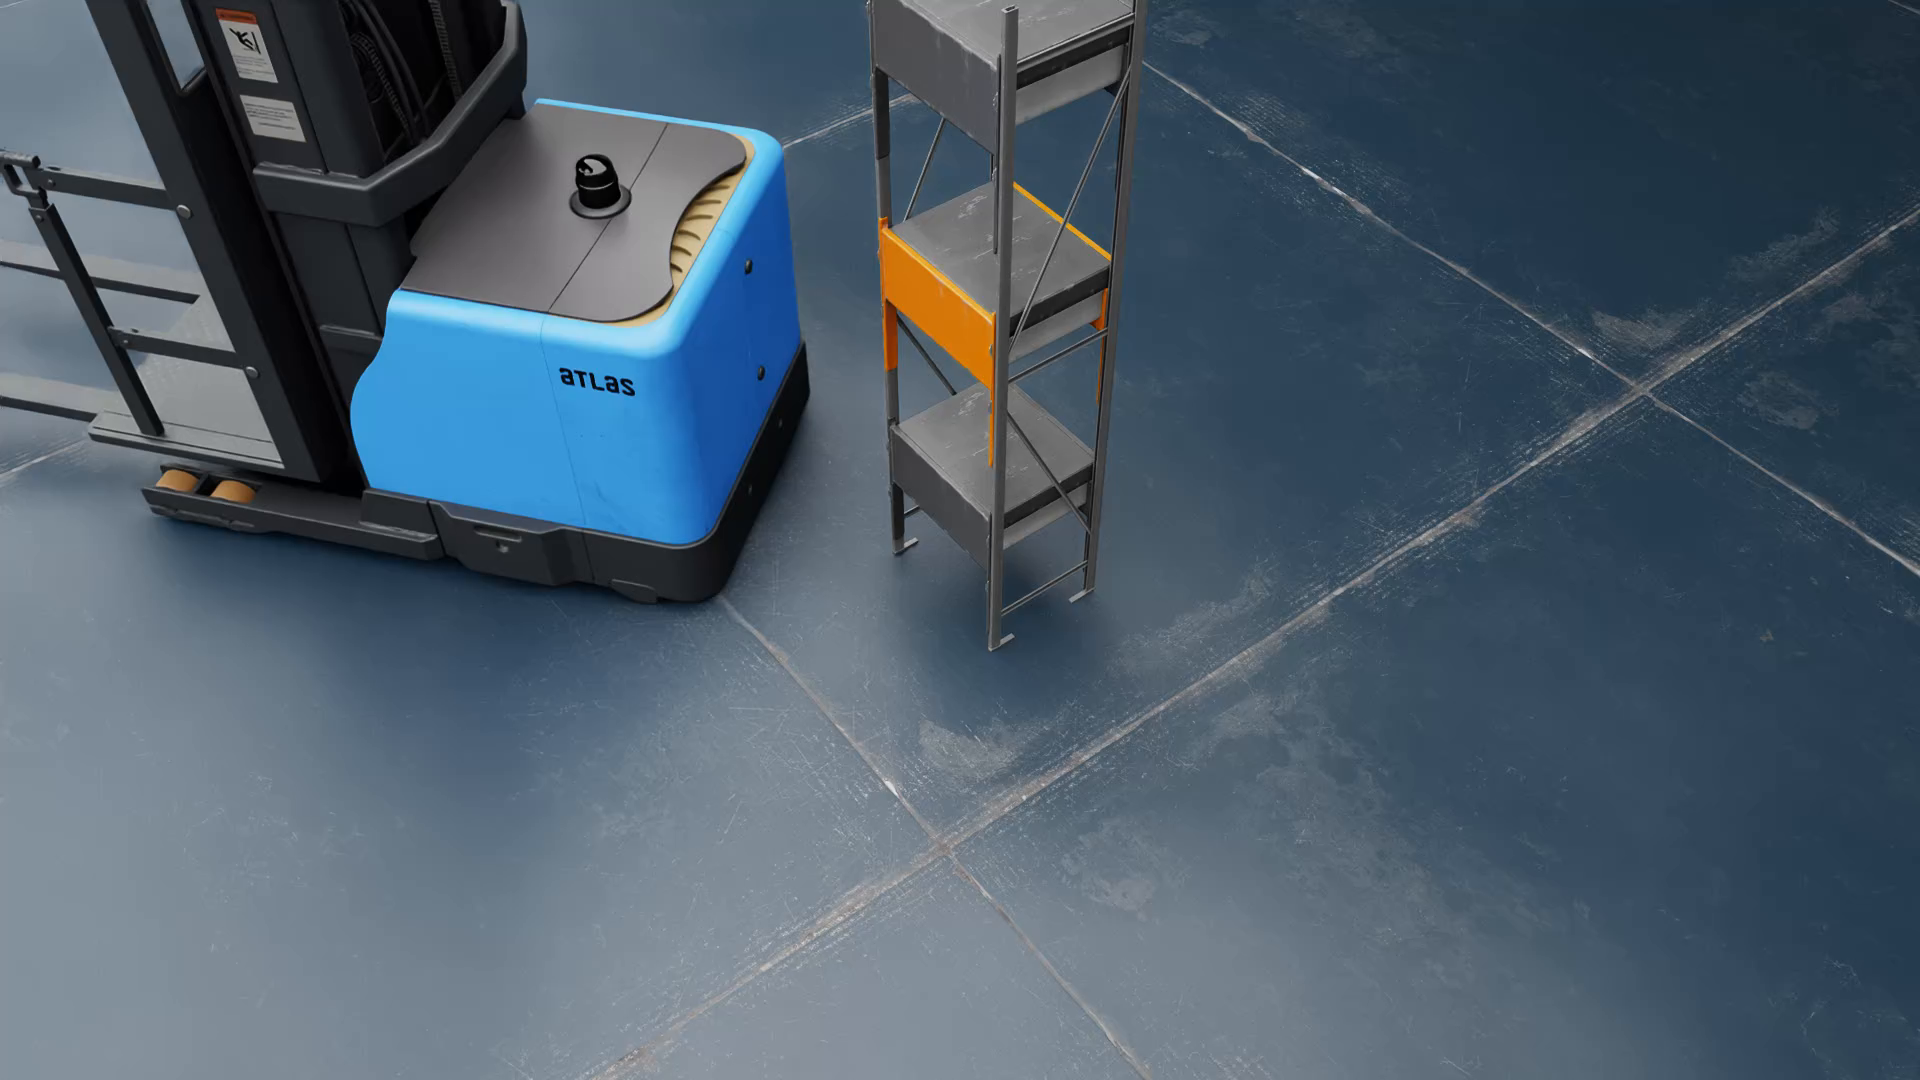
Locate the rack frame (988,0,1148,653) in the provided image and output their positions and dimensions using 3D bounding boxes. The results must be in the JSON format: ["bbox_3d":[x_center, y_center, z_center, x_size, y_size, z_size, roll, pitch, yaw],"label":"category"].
[{"bbox_3d":[0.248,-0.464,4.253,0.400,2.100,0.015,-29,54,-24],"label":"rack frame"}]

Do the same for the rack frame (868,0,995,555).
[{"bbox_3d":[-0.048,-0.752,4.514,0.400,2.100,0.015,-29,54,-24],"label":"rack frame"}]

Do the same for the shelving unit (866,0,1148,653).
[{"bbox_3d":[0.100,-0.608,4.384,0.431,2.100,0.503,-29,54,-24],"label":"shelving unit"}]

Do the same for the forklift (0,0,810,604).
[{"bbox_3d":[-2.080,-1.381,4.523,3.031,2.935,1.130,10,49,9],"label":"forklift"}]

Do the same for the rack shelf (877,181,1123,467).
[{"bbox_3d":[0.100,-0.598,4.394,0.431,0.518,0.480,-29,54,-24],"label":"rack shelf"}]

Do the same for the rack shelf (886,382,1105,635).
[{"bbox_3d":[0.100,-0.128,4.912,0.431,0.518,0.480,-29,54,-24],"label":"rack shelf"}]

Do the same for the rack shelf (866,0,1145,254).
[{"bbox_3d":[0.100,-1.069,3.875,0.431,0.518,0.480,-29,54,-24],"label":"rack shelf"}]
